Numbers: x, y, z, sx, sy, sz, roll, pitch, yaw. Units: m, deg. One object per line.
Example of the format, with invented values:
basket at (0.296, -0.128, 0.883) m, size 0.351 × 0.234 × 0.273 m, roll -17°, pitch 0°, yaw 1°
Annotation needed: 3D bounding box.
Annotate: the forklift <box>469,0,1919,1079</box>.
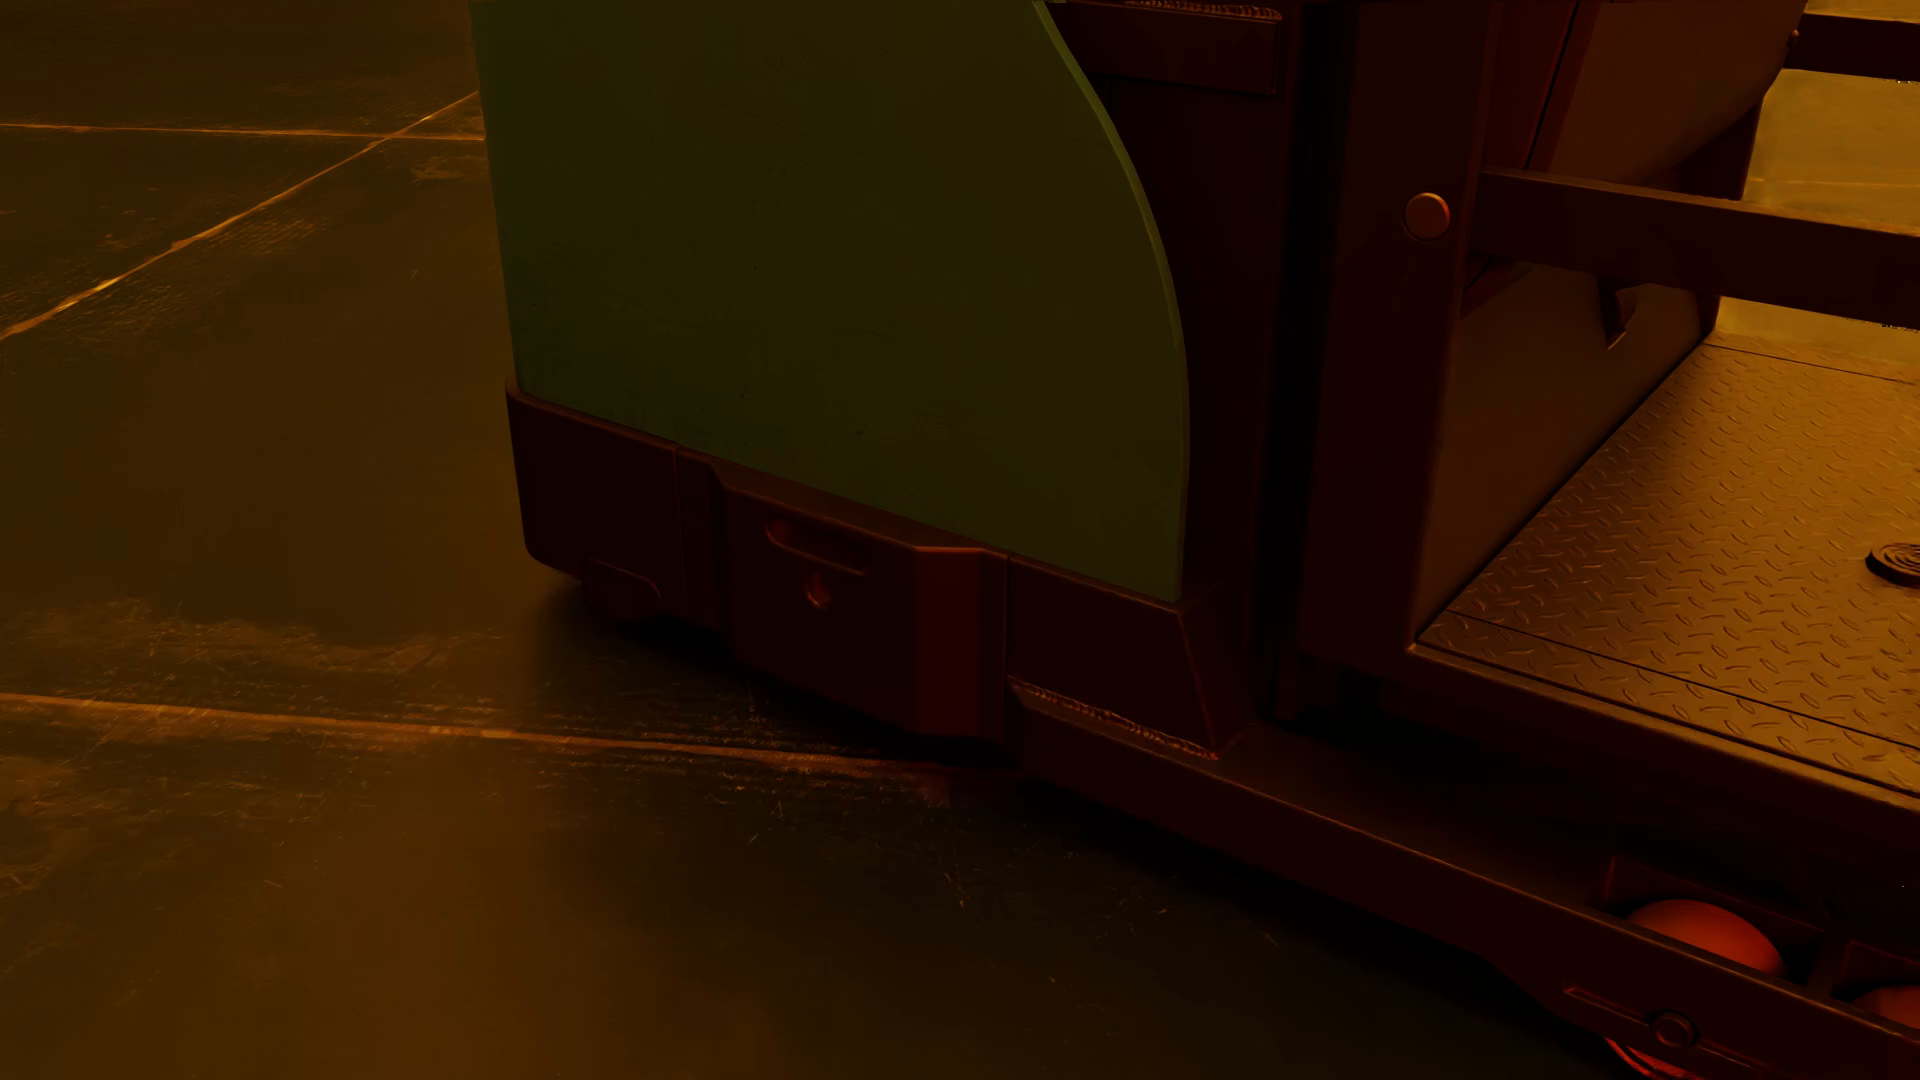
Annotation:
forklift at (0.881, -1.034, 1.289) m, size 3.031 × 2.935 × 1.130 m, roll 18°, pitch 32°, yaw 32°
